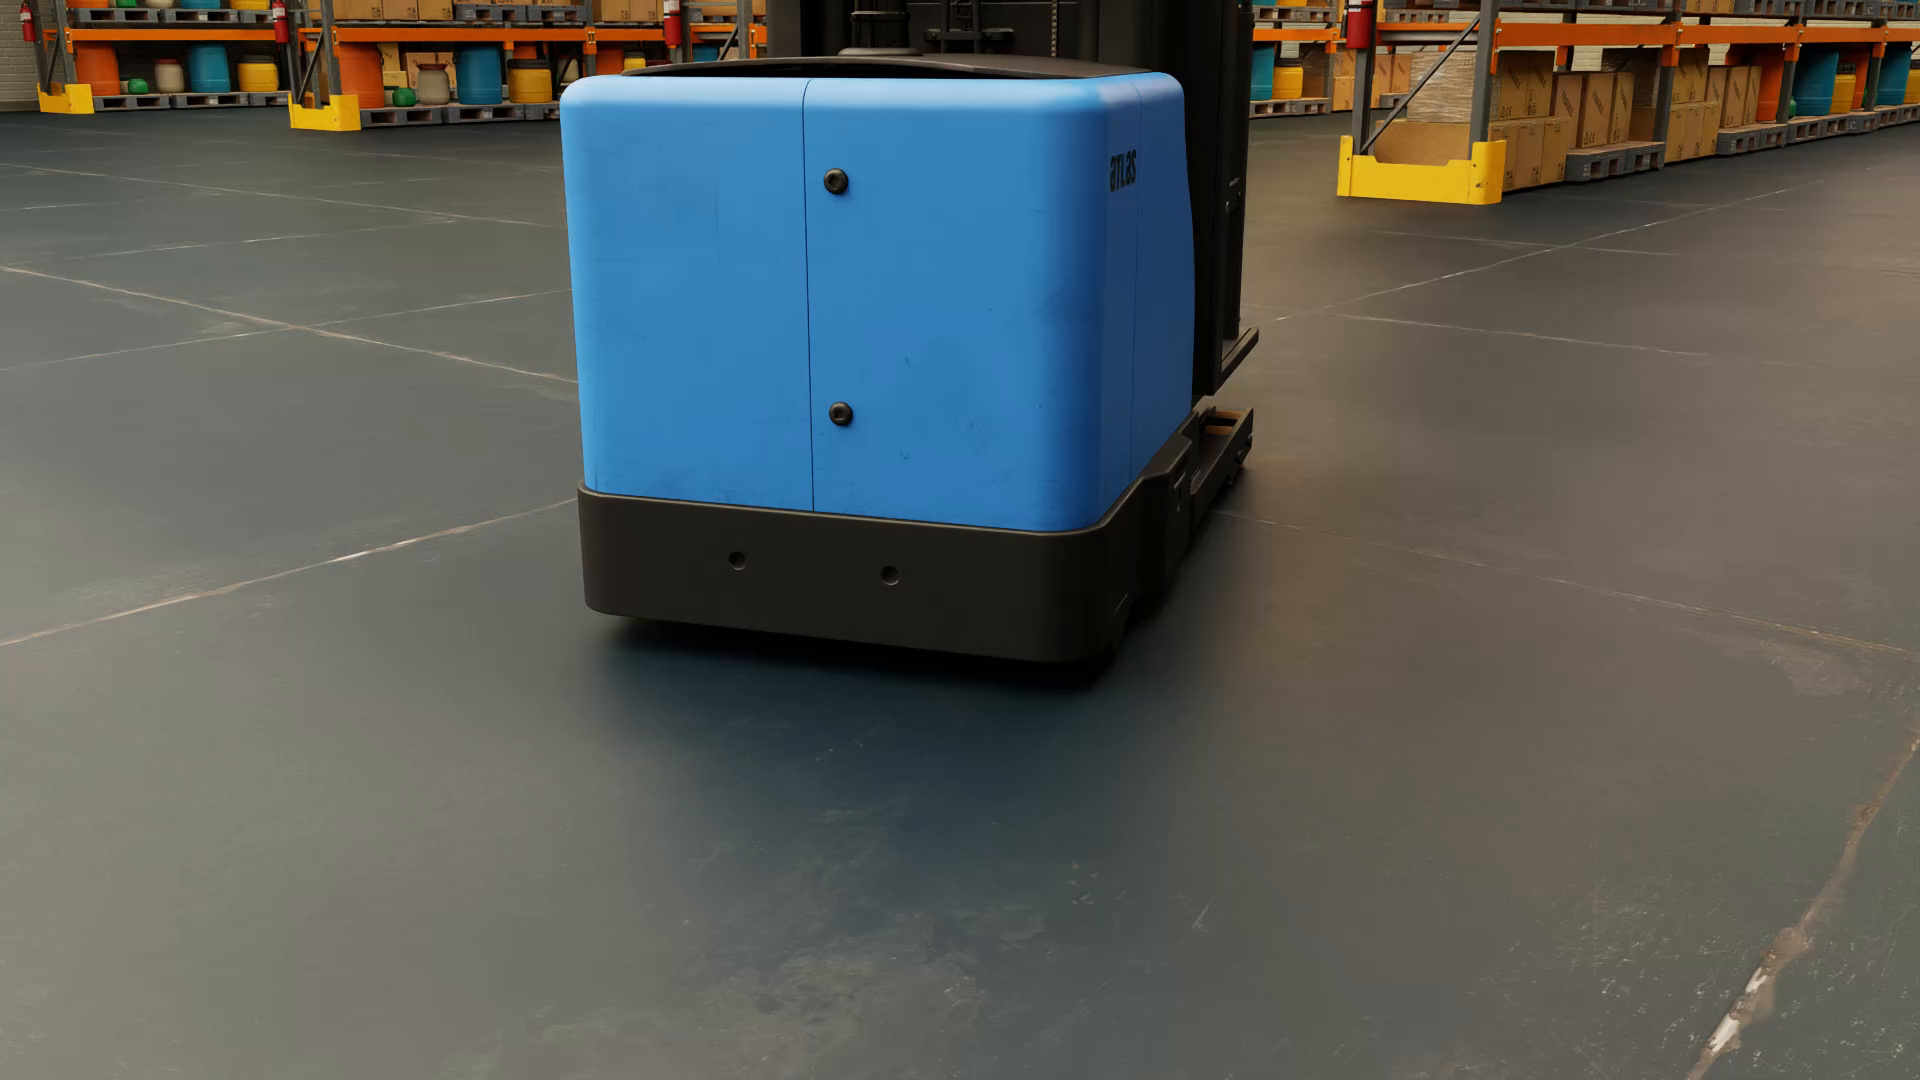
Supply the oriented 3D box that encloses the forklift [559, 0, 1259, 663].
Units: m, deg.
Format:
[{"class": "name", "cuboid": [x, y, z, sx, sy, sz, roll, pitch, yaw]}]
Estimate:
[{"class": "forklift", "cuboid": [0.182, -1.571, 4.072, 1.130, 2.935, 3.031, 5, 18, 17]}]
